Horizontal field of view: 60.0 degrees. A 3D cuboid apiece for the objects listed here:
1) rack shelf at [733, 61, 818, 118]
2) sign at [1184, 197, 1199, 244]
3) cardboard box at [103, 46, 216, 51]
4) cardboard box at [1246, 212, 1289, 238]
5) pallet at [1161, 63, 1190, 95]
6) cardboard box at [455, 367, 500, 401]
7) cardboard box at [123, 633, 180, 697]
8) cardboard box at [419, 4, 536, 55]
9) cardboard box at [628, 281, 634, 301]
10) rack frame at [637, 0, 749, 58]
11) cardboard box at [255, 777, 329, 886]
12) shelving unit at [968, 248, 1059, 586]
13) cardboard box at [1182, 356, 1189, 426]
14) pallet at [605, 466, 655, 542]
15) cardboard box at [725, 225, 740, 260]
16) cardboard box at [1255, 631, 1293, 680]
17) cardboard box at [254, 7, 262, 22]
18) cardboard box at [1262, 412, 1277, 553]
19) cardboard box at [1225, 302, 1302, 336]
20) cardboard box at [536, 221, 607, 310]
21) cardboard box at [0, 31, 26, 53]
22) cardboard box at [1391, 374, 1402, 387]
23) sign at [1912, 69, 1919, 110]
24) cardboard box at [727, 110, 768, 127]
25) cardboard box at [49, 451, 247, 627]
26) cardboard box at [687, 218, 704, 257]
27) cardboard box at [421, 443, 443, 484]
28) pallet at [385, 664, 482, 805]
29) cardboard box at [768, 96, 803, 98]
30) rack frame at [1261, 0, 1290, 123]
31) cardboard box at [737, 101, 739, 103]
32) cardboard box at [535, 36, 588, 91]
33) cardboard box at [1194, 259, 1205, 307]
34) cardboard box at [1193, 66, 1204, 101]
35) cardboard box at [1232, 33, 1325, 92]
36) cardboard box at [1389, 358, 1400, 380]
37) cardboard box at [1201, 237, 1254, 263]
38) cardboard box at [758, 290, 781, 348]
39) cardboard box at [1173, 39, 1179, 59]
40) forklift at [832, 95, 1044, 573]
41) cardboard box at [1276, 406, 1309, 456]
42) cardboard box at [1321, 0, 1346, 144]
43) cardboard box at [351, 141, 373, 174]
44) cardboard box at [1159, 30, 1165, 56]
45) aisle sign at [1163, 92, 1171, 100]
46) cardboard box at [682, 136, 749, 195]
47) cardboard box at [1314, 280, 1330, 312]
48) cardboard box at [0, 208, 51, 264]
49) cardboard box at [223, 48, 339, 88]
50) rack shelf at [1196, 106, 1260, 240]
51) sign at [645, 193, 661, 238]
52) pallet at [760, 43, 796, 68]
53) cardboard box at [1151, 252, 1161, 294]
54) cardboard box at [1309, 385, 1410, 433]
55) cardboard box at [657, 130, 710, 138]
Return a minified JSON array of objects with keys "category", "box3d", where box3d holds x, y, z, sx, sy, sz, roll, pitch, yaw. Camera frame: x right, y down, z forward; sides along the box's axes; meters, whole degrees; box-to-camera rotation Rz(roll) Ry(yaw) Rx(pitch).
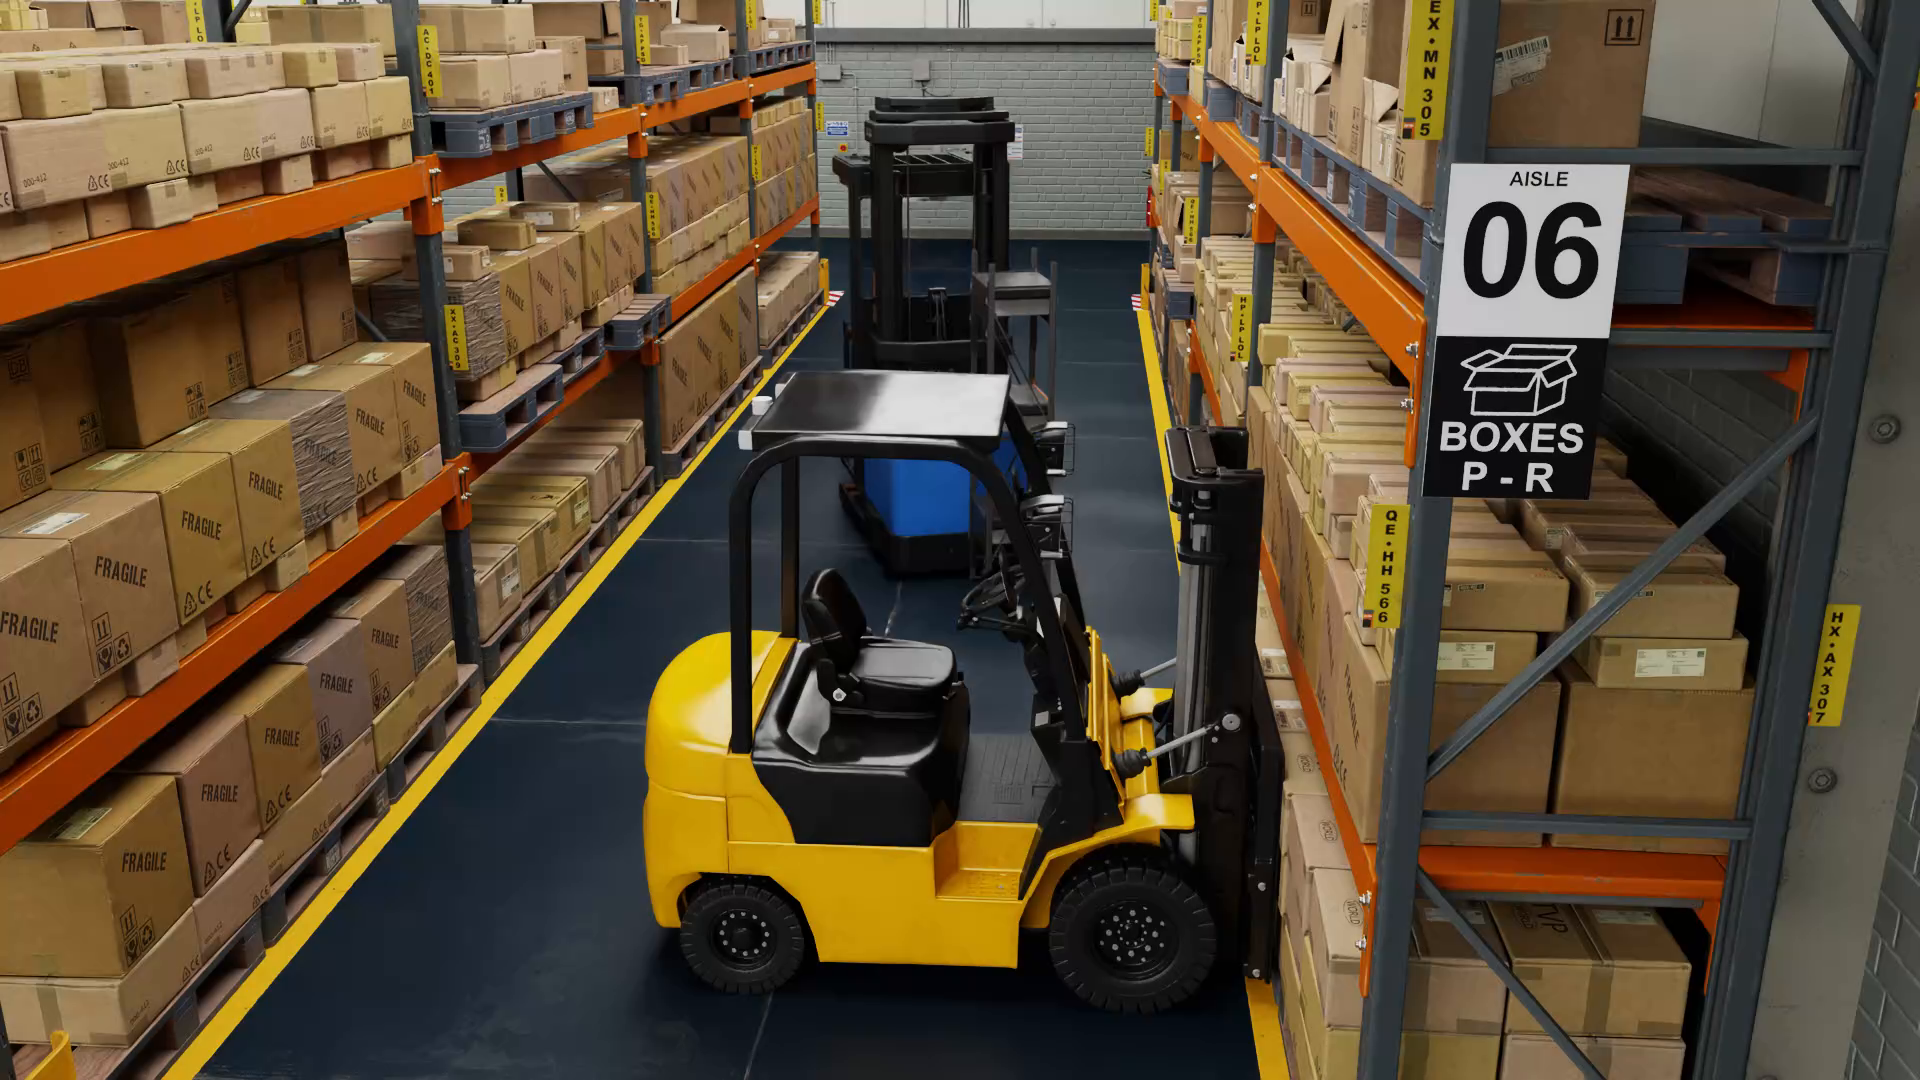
[{"category":"rack shelf","box3d":[-2.339,-4.794,17.575,1.077,0.370,4.000,1,18,4]},{"category":"sign","box3d":[1.640,-2.259,11.769,0.100,0.325,0.005,1,18,4]},{"category":"cardboard box","box3d":[-3.421,-2.036,7.125,0.380,0.149,0.250,1,18,2]},{"category":"cardboard box","box3d":[2.375,-2.141,12.305,0.500,0.500,0.500,2,18,7]},{"category":"pallet","box3d":[2.281,-3.793,13.665,1.213,0.211,1.003,1,18,4]},{"category":"cardboard box","box3d":[-2.701,-0.850,8.928,0.380,0.149,0.250,2,18,5]},{"category":"cardboard box","box3d":[-2.944,0.419,5.731,0.380,0.149,0.250,2,18,5]},{"category":"cardboard box","box3d":[-2.588,-2.724,8.864,0.500,0.250,0.500,1,18,3]},{"category":"cardboard box","box3d":[-2.505,-1.735,11.631,0.380,0.149,0.250,2,18,5]},{"category":"rack frame","box3d":[-2.482,-5.940,15.100,1.000,3.000,0.127,1,18,4]},{"category":"cardboard box","box3d":[-2.938,1.172,6.770,0.500,0.250,0.500,3,18,8]},{"category":"shelving unit","box3d":[0.311,-0.678,10.104,0.431,2.100,0.503,-4,20,-11]},{"category":"cardboard box","box3d":[2.079,-1.203,13.618,0.500,0.500,0.500,2,18,6]},{"category":"pallet","box3d":[-2.826,-0.279,11.937,1.003,0.211,1.213,1,18,4]},{"category":"cardboard box","box3d":[-2.300,-2.715,15.133,0.500,0.250,0.500,1,18,3]},{"category":"cardboard box","box3d":[1.477,0.593,6.931,0.500,0.250,0.500,2,18,6]},{"category":"cardboard box","box3d":[-7.150,-5.198,16.449,0.380,0.149,0.250,1,18,3]},{"category":"cardboard box","box3d":[1.583,-0.249,7.204,0.500,0.500,0.500,2,18,5]},{"category":"cardboard box","box3d":[1.656,-1.202,9.072,0.380,0.149,0.250,1,18,2]},{"category":"cardboard box","box3d":[-2.585,-1.771,10.697,0.500,0.500,0.500,0,18,0]},{"category":"cardboard box","box3d":[-7.407,-3.571,12.525,0.500,0.500,0.500,1,18,4]},{"category":"cardboard box","box3d":[2.146,-0.667,7.439,0.380,0.149,0.250,1,18,2]},{"category":"sign","box3d":[2.162,-1.117,3.667,0.100,0.325,0.005,1,18,4]},{"category":"cardboard box","box3d":[-2.143,-4.249,16.764,0.380,0.149,0.250,1,18,4]},{"category":"cardboard box","box3d":[-2.963,-0.012,6.003,0.500,0.500,0.500,1,18,3]},{"category":"cardboard box","box3d":[-2.400,-2.480,13.613,0.500,0.250,0.500,1,18,4]},{"category":"cardboard box","box3d":[-2.775,-0.379,8.165,0.380,0.149,0.250,1,18,3]},{"category":"pallet","box3d":[-3.068,0.930,8.247,1.003,0.211,1.213,1,18,4]},{"category":"cardboard box","box3d":[-2.021,-5.047,19.200,0.380,0.149,0.250,2,18,5]},{"category":"rack frame","box3d":[1.896,-3.346,7.183,1.000,3.000,0.127,1,18,4]},{"category":"cardboard box","box3d":[-2.545,-4.733,18.241,0.380,0.149,0.250,1,18,4]},{"category":"cardboard box","box3d":[-2.847,-3.026,10.863,0.700,0.500,0.500,1,18,4]},{"category":"cardboard box","box3d":[1.882,-1.772,11.452,0.500,0.250,0.500,1,18,4]},{"category":"cardboard box","box3d":[2.012,-3.413,12.444,0.500,0.250,0.500,1,18,4]},{"category":"cardboard box","box3d":[1.759,-2.594,9.013,0.500,0.311,0.500,1,18,2]},{"category":"cardboard box","box3d":[2.115,-0.809,7.396,0.380,0.149,0.250,1,18,2]},{"category":"cardboard box","box3d":[1.866,-2.001,11.510,0.380,0.149,0.250,2,18,6]},{"category":"cardboard box","box3d":[-2.330,-2.264,16.956,0.875,0.438,0.875,1,18,3]},{"category":"cardboard box","box3d":[1.953,-4.053,13.726,0.380,0.149,0.250,2,18,5]},{"category":"forklift","box3d":[-0.265,-1.606,11.616,1.130,2.935,3.031,-4,19,-13]},{"category":"cardboard box","box3d":[1.491,-0.439,6.745,0.380,0.149,0.250,1,18,3]},{"category":"cardboard box","box3d":[1.651,-1.614,5.714,0.797,0.503,0.637,2,18,6]},{"category":"cardboard box","box3d":[-2.880,-1.730,7.471,0.380,0.149,0.250,2,18,5]},{"category":"cardboard box","box3d":[2.386,-5.269,17.632,0.500,0.250,0.500,1,18,2]},{"category":"aisle sign","box3d":[2.468,-5.485,19.171,0.394,0.787,0.004,1,18,4]},{"category":"cardboard box","box3d":[-2.264,-3.468,15.423,0.500,0.500,0.500,2,18,6]},{"category":"cardboard box","box3d":[2.291,-1.428,9.761,0.380,0.149,0.250,1,18,4]},{"category":"cardboard box","box3d":[-3.012,-0.929,5.028,0.380,0.149,0.250,2,18,5]},{"category":"cardboard box","box3d":[-2.798,-1.942,6.837,0.380,0.149,0.250,2,18,6]},{"category":"rack shelf","box3d":[2.039,-2.200,9.658,1.077,0.370,4.000,1,18,4]},{"category":"sign","box3d":[-2.227,-2.351,12.047,0.100,0.325,0.005,1,18,4]},{"category":"pallet","box3d":[-2.323,-5.105,17.509,1.003,0.211,1.213,1,18,4]},{"category":"cardboard box","box3d":[2.617,-3.048,19.241,0.797,0.503,0.637,1,18,2]},{"category":"cardboard box","box3d":[1.564,-0.498,6.446,0.380,0.149,0.250,1,18,4]},{"category":"cardboard box","box3d":[-2.724,-3.765,16.329,0.500,0.500,0.500,1,18,3]}]
